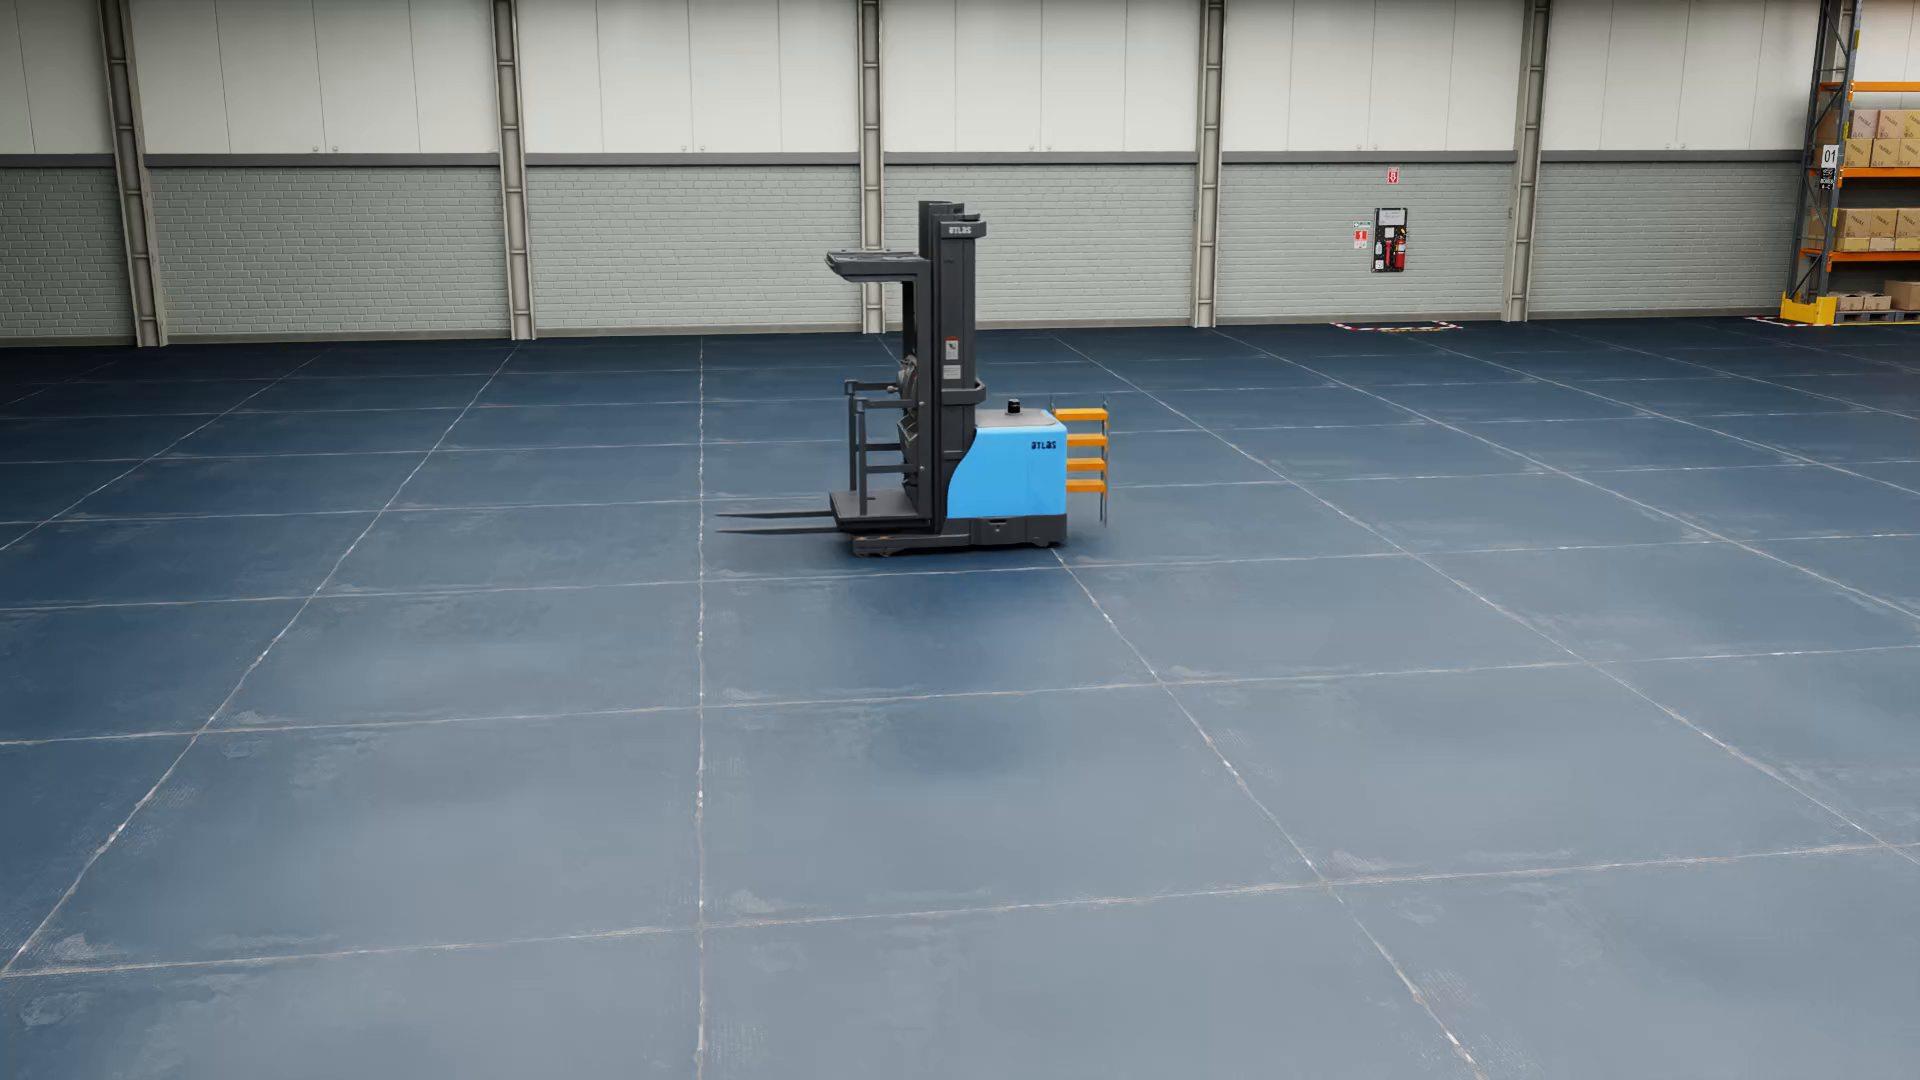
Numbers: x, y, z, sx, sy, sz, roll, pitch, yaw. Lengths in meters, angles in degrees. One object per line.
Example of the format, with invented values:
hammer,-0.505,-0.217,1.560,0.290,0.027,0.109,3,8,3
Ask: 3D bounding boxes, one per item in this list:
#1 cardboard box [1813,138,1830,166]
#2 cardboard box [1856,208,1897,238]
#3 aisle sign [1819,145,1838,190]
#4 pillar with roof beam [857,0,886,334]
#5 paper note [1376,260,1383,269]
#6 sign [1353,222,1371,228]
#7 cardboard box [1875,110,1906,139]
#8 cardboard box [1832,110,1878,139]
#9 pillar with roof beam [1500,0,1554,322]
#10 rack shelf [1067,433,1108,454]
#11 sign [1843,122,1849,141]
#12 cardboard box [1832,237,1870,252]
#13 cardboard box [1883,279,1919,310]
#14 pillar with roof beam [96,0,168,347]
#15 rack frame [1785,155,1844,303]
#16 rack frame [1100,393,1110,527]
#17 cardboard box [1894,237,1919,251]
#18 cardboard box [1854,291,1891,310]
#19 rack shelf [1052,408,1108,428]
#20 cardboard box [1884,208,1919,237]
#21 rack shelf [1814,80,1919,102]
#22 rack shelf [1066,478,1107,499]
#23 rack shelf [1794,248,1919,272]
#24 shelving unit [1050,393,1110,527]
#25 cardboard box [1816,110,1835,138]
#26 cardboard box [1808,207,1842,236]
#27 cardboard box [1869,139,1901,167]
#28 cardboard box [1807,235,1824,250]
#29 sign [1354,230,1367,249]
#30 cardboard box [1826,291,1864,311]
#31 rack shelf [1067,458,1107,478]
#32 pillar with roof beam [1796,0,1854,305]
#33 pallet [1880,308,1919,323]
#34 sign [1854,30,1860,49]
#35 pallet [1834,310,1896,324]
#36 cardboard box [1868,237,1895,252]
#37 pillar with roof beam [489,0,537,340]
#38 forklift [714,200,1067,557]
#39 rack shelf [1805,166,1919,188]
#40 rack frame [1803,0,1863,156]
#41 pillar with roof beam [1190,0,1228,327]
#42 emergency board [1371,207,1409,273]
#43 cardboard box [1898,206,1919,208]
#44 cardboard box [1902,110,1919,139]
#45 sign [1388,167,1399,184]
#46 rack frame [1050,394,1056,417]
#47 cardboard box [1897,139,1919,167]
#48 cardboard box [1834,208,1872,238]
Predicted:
cardboard box,16.084,-7.128,30.565,0.500,0.500,0.500,-1,14,-4
cardboard box,16.717,-5.800,30.408,0.500,0.500,0.500,-2,14,-8
aisle sign,15.683,-6.725,30.027,0.004,0.787,0.394,-2,14,-8
pillar with roof beam,-0.885,-6.994,24.112,0.400,9.000,9.100,-2,14,-8
paper note,7.705,-5.057,30.532,0.142,0.148,0.016,-2,14,-8
sign,7.334,-5.752,30.327,0.331,0.109,0.001,-2,14,-8
cardboard box,16.630,-7.498,29.987,0.500,0.500,0.500,-2,14,-9
cardboard box,16.127,-7.492,29.963,0.500,0.500,0.500,-3,14,-12
pillar with roof beam,10.981,-7.429,25.846,0.400,9.000,9.100,-2,14,-8
rack shelf,1.078,-0.874,15.096,0.480,0.148,0.258,-2,14,-6
sign,15.790,-7.287,29.649,0.005,0.325,0.100,-2,14,-8
cardboard box,16.239,-5.417,30.423,0.500,0.250,0.500,-3,14,-10
cardboard box,17.704,-4.578,31.046,0.500,0.500,0.700,-3,14,-12
pillar with roof beam,-12.751,-6.559,22.378,0.400,9.000,9.100,-2,14,-8
rack frame,15.709,-5.539,30.641,0.127,3.000,1.000,-2,14,-8
rack frame,1.320,-0.729,15.161,0.015,1.200,0.240,-2,14,-6
cardboard box,17.255,-5.456,30.579,0.500,0.250,0.500,-2,14,-9
cardboard box,16.971,-4.472,31.011,0.500,0.311,0.500,-1,14,-4
rack shelf,1.078,-1.103,15.038,0.480,0.148,0.258,-2,14,-6
cardboard box,17.228,-5.817,30.477,0.500,0.500,0.500,-3,14,-10
rack shelf,17.687,-8.171,30.288,4.000,0.370,1.077,-2,14,-8
rack shelf,1.078,-0.464,15.198,0.480,0.148,0.258,-2,14,-6
rack shelf,17.687,-5.262,31.018,4.000,0.370,1.077,-2,14,-8
shelving unit,1.078,-0.722,15.134,0.503,1.200,0.258,-2,14,-6
cardboard box,16.097,-7.615,30.453,0.500,0.500,0.500,-1,14,-6
cardboard box,16.144,-5.908,30.838,0.500,0.500,0.500,-2,14,-9
cardboard box,16.614,-7.015,30.114,0.500,0.500,0.500,-1,14,-5
cardboard box,16.143,-5.539,30.910,0.500,0.250,0.500,-2,14,-7
sign,7.328,-5.497,30.399,0.234,0.329,0.001,-2,14,-8
cardboard box,16.407,-4.451,30.928,0.500,0.311,0.500,-4,15,-15
rack shelf,1.078,-0.657,15.150,0.480,0.148,0.258,-2,14,-6
pillar with roof beam,16.914,-7.647,26.713,0.400,9.000,9.100,-2,14,-8
pallet,17.797,-4.253,31.248,1.213,0.211,1.003,-2,14,-8
sign,15.790,-8.810,29.268,0.005,0.325,0.100,-2,14,-8
pallet,16.593,-4.210,31.075,1.213,0.211,1.003,-2,14,-8
cardboard box,16.751,-5.439,30.512,0.500,0.250,0.500,-3,14,-10
pillar with roof beam,-6.818,-6.777,23.245,0.400,9.000,9.100,-2,14,-8
forklift,-0.630,-1.414,14.335,3.031,2.935,1.130,-2,14,-8
rack shelf,17.687,-6.717,30.653,4.000,0.370,1.077,-2,14,-8
rack frame,15.709,-8.449,29.911,0.127,3.000,1.000,-2,14,-8
pillar with roof beam,5.048,-7.212,24.979,0.400,9.000,9.100,-2,14,-8
emergency board,7.890,-5.474,30.384,0.643,1.169,0.194,-2,14,-8
cardboard box,17.652,-5.962,31.053,0.500,0.500,0.500,-2,14,-8
cardboard box,17.135,-7.520,30.071,0.500,0.500,0.500,-2,14,-7
sign,7.868,-6.623,30.197,0.199,0.298,0.001,-2,14,-8
rack frame,0.835,-0.715,15.106,0.015,1.200,0.240,-2,14,-6
cardboard box,17.127,-7.035,30.192,0.500,0.500,0.500,-1,14,-6
cardboard box,16.226,-5.784,30.346,0.500,0.500,0.500,-2,14,-8
